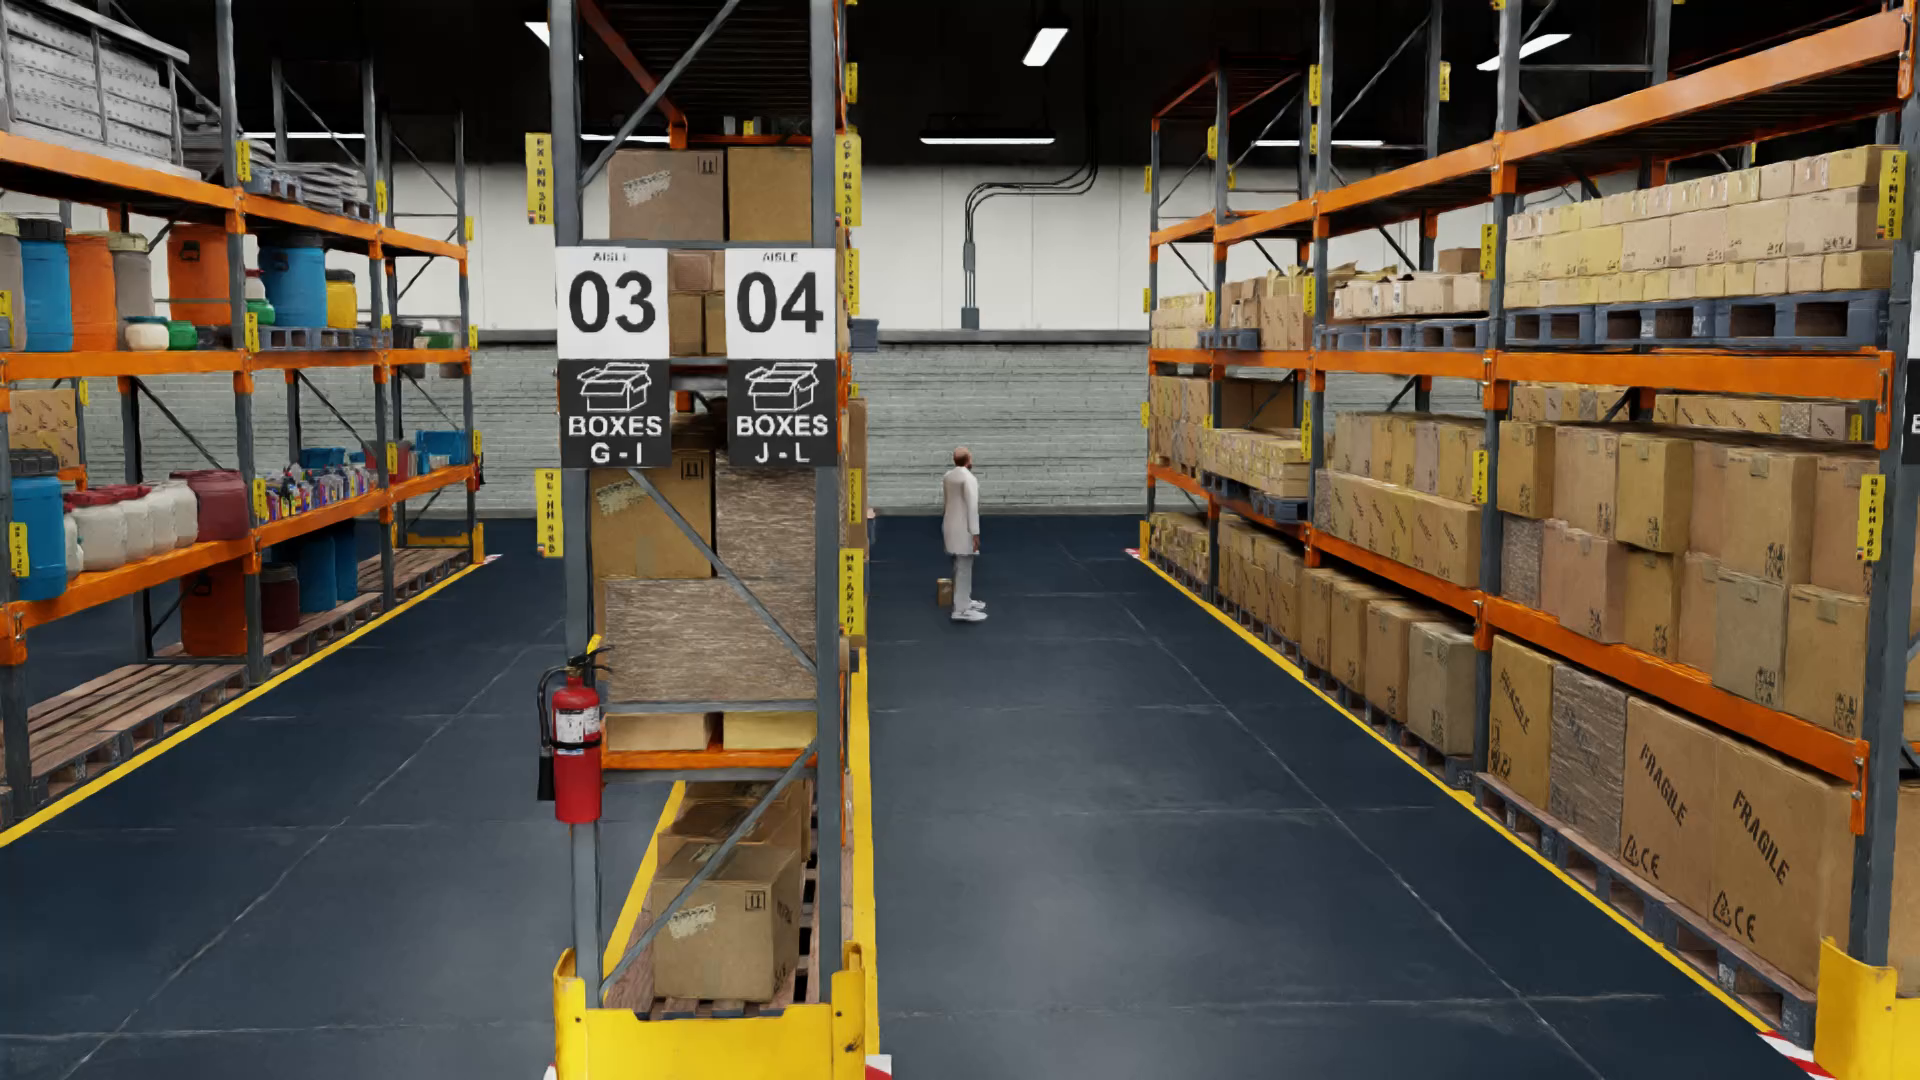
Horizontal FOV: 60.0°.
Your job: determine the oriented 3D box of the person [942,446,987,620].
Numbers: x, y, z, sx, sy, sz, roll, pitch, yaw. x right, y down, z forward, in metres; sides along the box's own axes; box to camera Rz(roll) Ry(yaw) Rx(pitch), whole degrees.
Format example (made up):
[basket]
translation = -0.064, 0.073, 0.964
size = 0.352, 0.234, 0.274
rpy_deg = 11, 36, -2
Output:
[person]
translation = 0.106, -0.083, 17.307
size = 0.555, 1.786, 0.662
rpy_deg = -4, 8, -32
